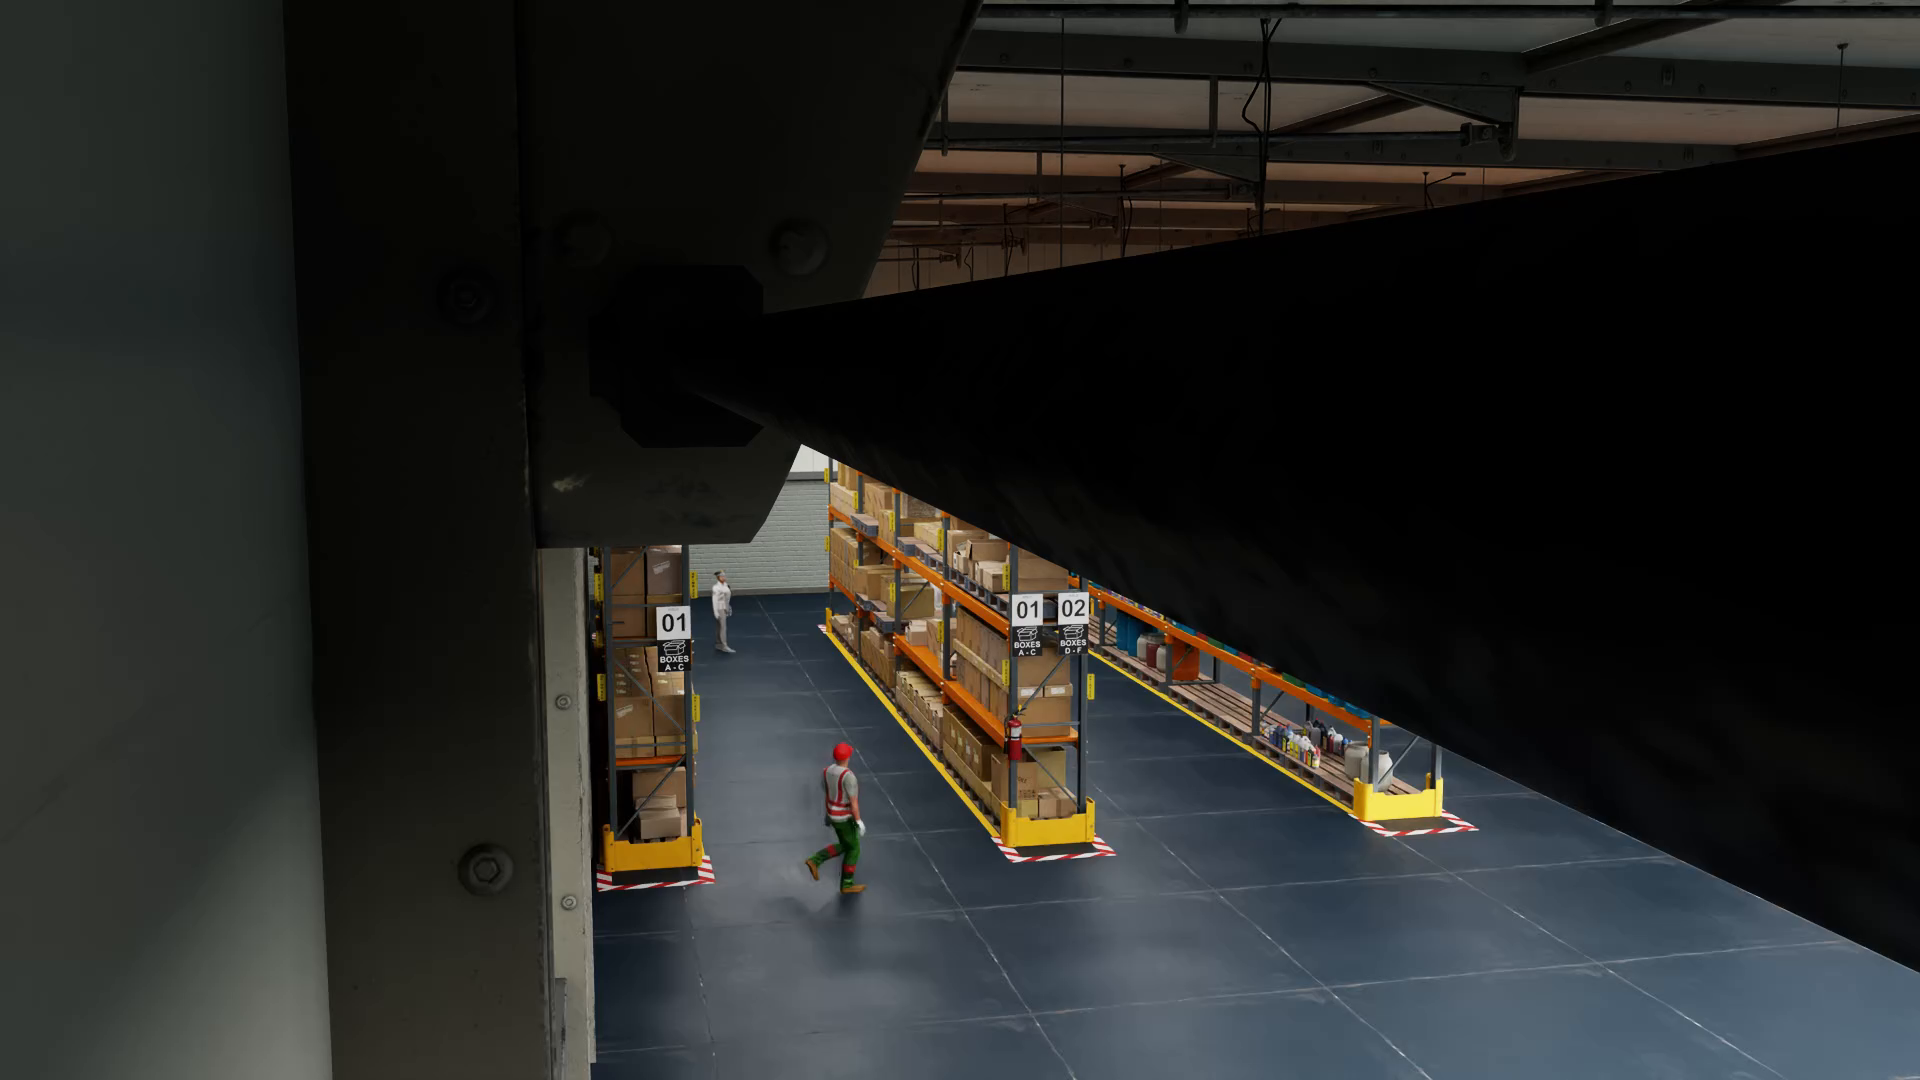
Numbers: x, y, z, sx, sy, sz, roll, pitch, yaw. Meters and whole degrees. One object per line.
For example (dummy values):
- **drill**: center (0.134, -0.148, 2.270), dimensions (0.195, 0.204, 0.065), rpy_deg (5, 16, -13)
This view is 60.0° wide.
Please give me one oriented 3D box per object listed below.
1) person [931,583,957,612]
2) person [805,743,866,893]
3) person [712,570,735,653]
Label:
- **person**: center (-0.380, 1.470, 33.989), dimensions (0.642, 1.809, 0.878), rpy_deg (-1, 7, -12)
- **person**: center (-1.399, 3.154, 19.068), dimensions (0.639, 1.704, 0.563), rpy_deg (-2, 7, -13)
- **person**: center (-4.826, 1.442, 34.214), dimensions (0.538, 1.692, 0.520), rpy_deg (2, 7, 14)
